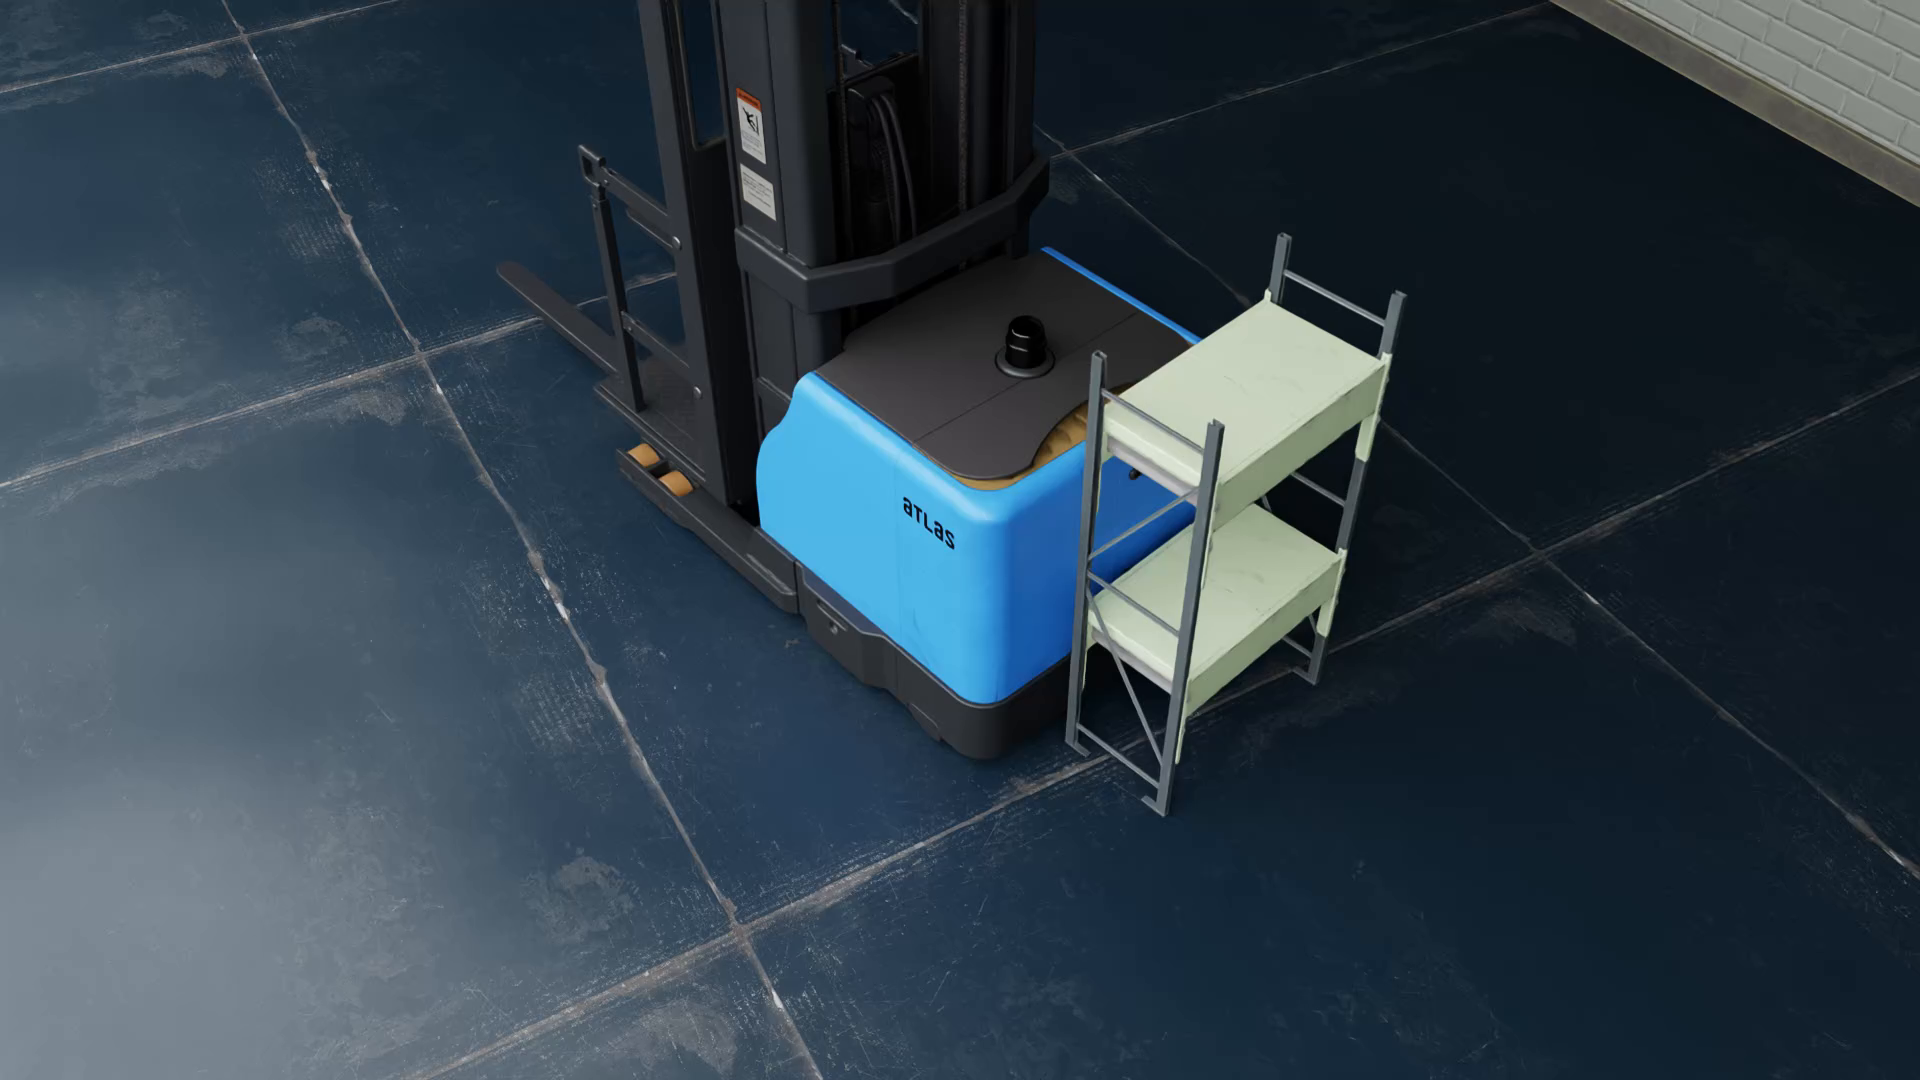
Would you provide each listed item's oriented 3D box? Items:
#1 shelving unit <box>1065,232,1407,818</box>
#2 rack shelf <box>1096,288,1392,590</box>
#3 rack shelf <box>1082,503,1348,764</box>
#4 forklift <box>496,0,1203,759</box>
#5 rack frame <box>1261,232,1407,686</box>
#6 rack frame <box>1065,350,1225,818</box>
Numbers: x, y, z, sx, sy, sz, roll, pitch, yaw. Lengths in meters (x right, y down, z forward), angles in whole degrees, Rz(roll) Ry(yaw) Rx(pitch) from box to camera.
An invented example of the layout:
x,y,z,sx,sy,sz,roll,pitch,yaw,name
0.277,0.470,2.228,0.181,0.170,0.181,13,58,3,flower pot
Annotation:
x,y,z,sx,sy,sz,roll,pitch,yaw,name
0.732,-0.002,4.675,0.755,1.500,0.431,-34,54,-30,shelving unit
0.732,-0.282,4.403,0.720,0.370,0.431,-34,54,-30,rack shelf
0.731,0.232,4.902,0.720,0.370,0.431,-34,54,-30,rack shelf
-0.564,-1.340,5.026,1.130,2.935,3.031,-32,53,-29,forklift
0.993,-0.180,4.858,0.023,1.500,0.400,-34,54,-30,rack frame
0.470,0.176,4.491,0.023,1.500,0.400,-34,54,-30,rack frame
